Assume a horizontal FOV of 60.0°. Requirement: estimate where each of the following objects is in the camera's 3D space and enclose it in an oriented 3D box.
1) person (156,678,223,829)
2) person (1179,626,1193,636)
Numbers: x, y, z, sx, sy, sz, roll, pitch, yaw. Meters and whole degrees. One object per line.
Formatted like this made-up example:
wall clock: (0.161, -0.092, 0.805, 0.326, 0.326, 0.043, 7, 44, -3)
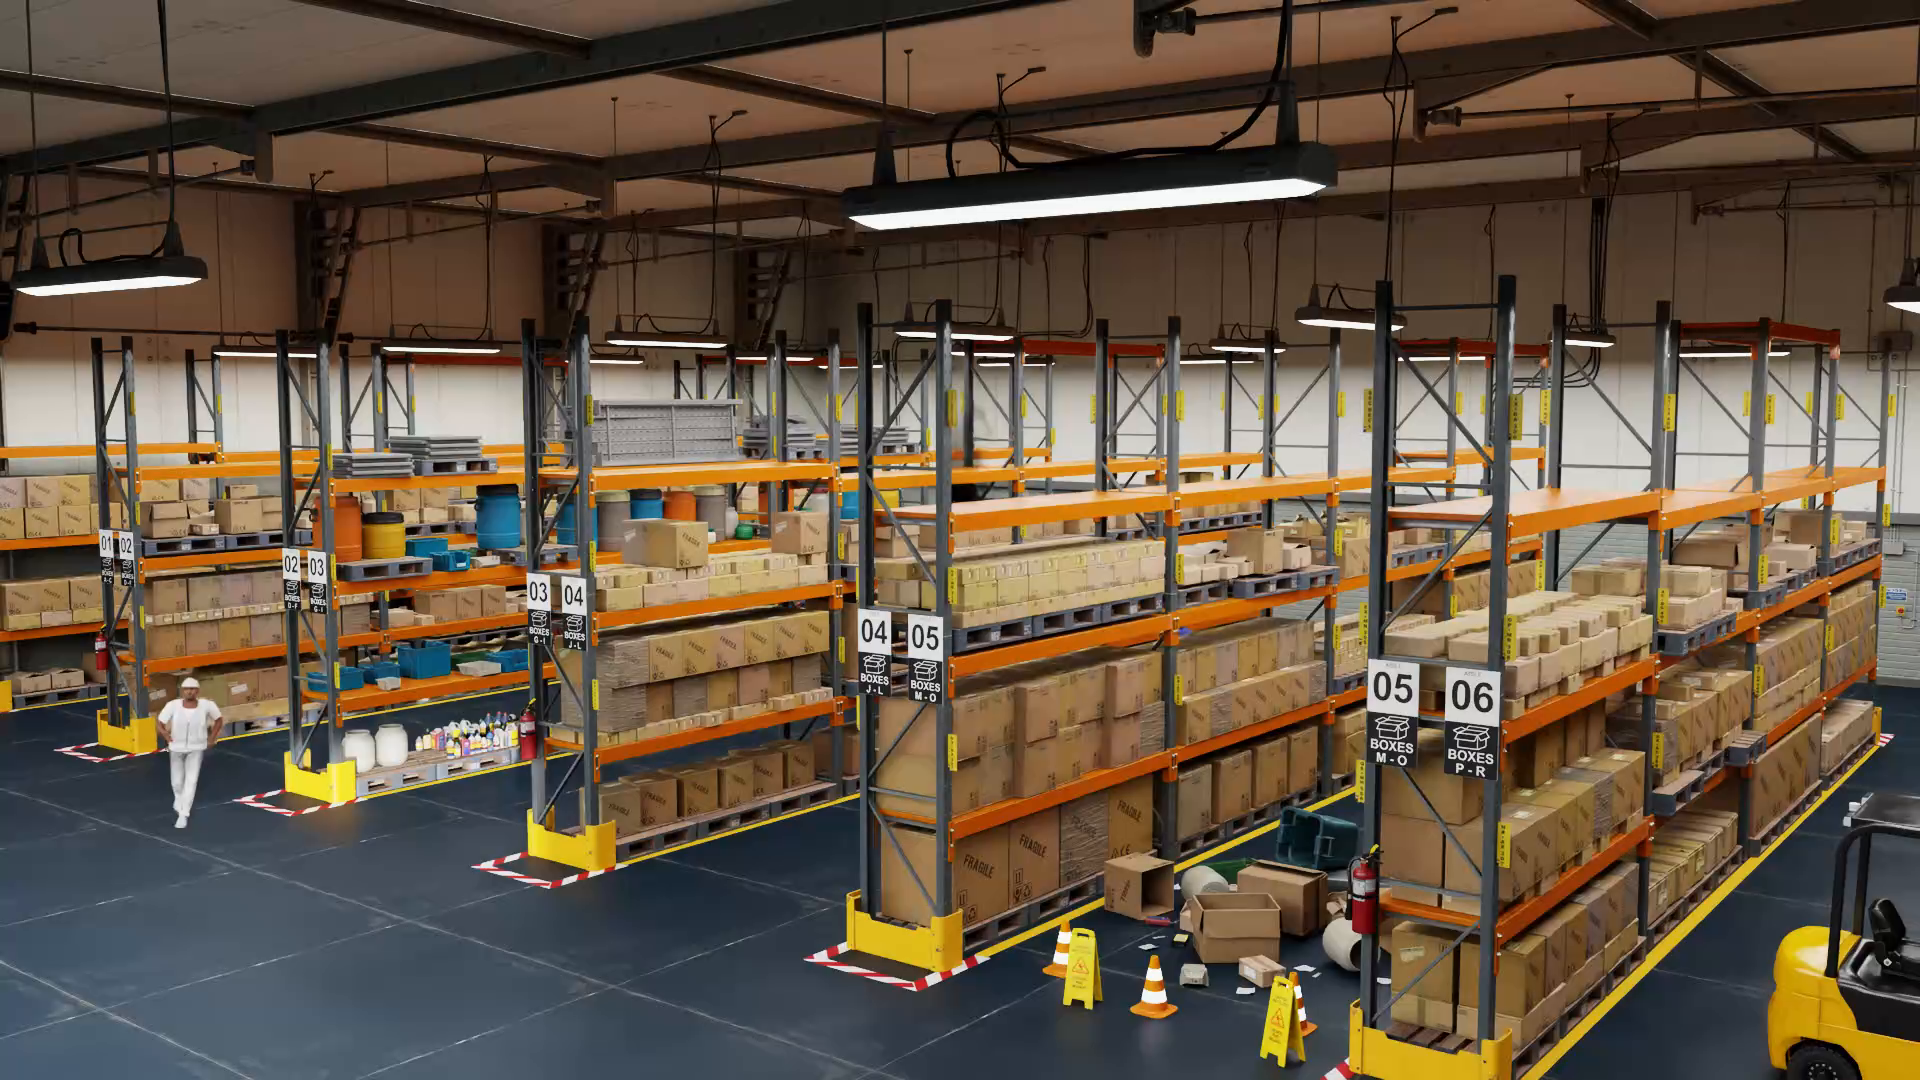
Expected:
person: (-9.352, 2.539, 20.195, 0.721, 1.765, 0.876, -2, 5, -17)
person: (3.276, 1.923, 25.234, 0.562, 1.686, 0.583, 3, 6, 34)
